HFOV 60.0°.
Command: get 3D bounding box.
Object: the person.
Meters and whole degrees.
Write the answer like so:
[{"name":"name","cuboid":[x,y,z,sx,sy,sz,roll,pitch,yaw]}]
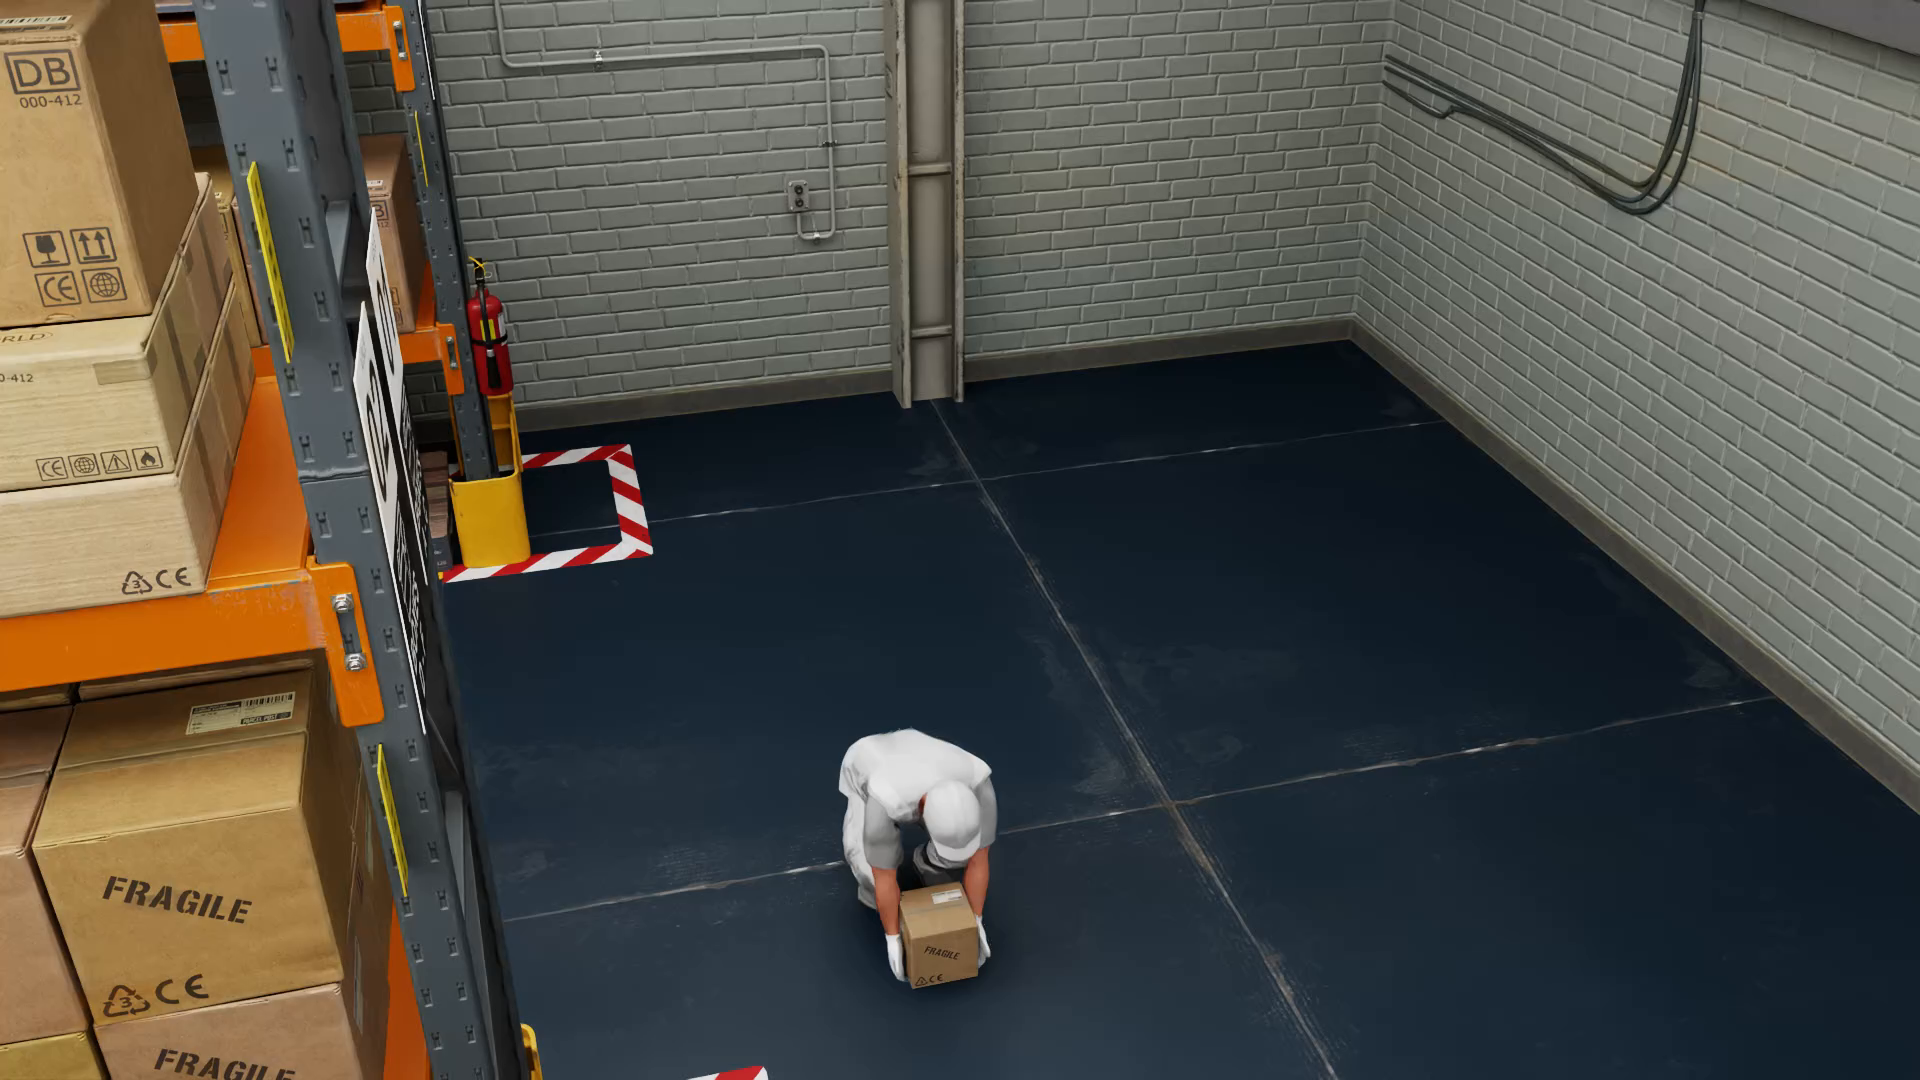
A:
[{"name":"person","cuboid":[-0.161,1.084,6.241,0.558,0.883,0.899,-8,31,-13]}]
